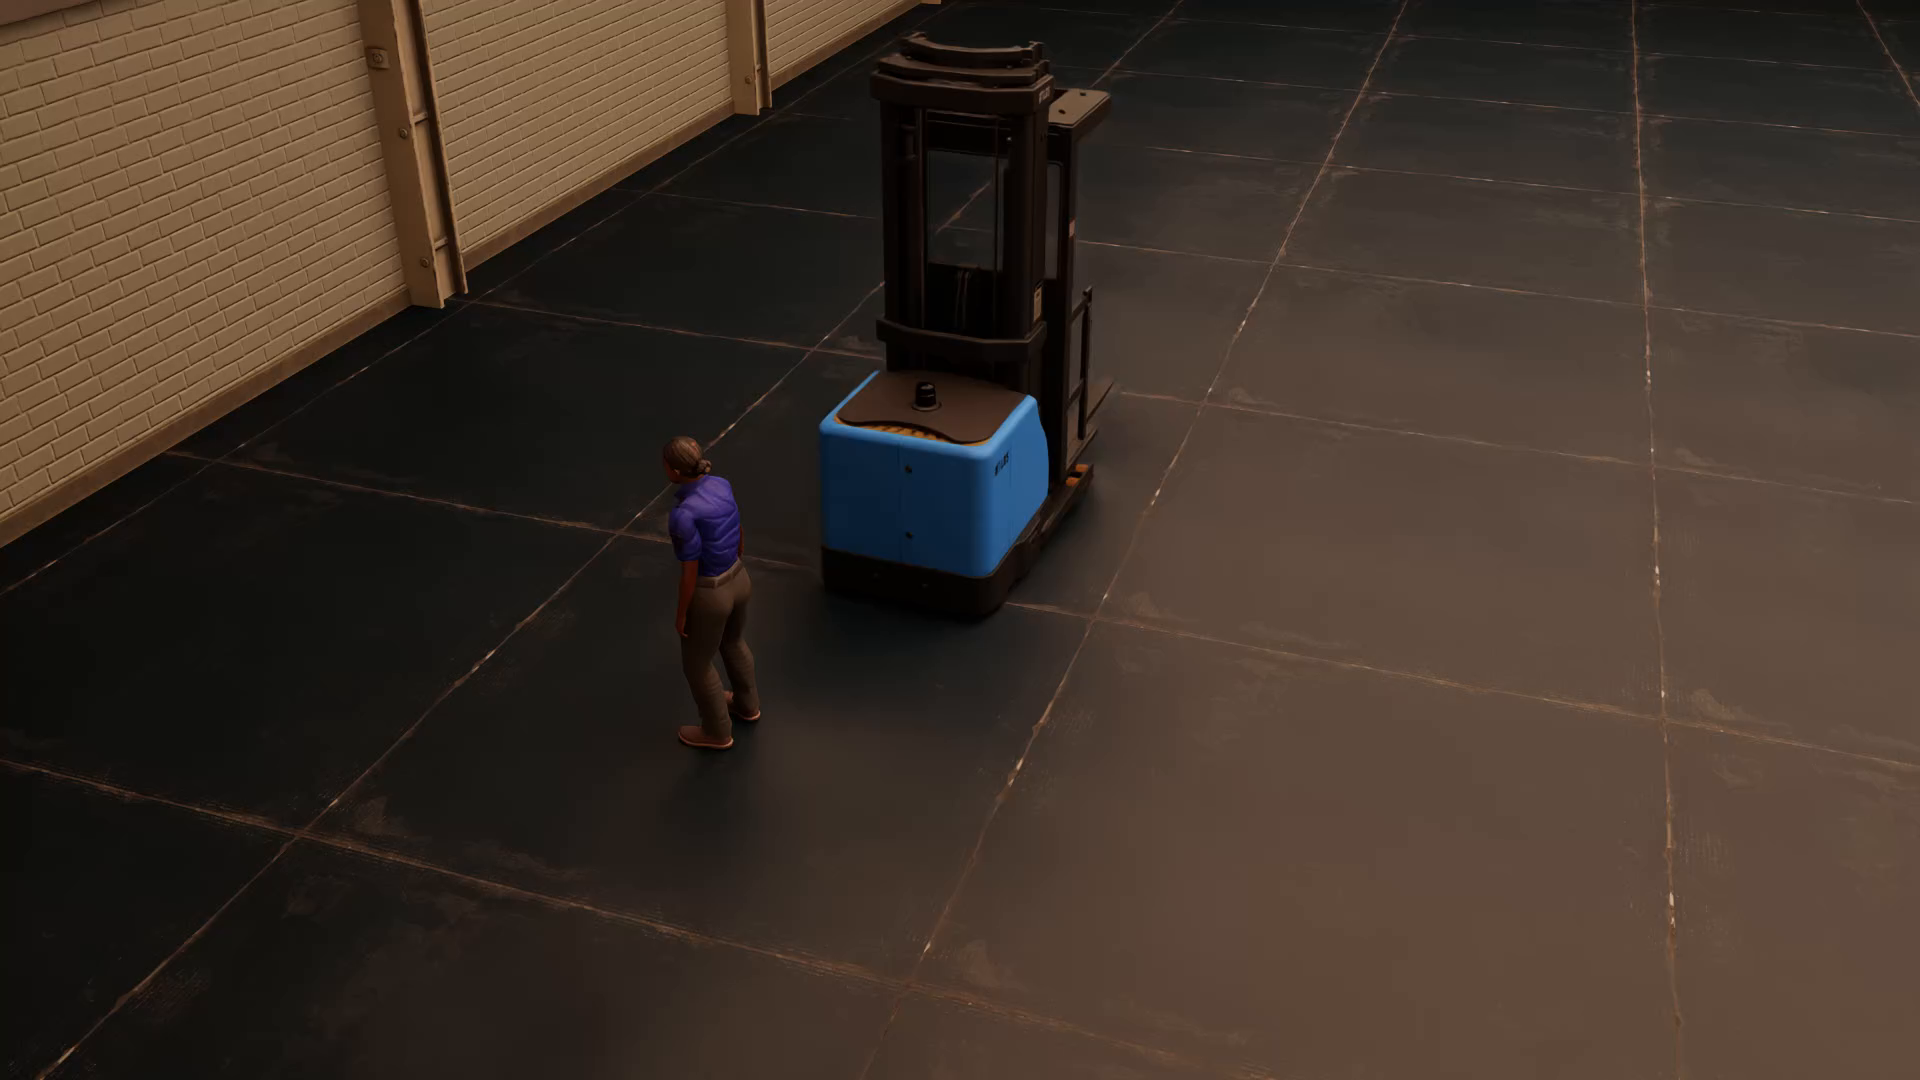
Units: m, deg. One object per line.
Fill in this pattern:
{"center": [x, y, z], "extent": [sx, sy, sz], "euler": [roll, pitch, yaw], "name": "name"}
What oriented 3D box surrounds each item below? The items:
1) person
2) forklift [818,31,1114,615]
{"center": [-1.199, 0.252, 8.001], "extent": [0.349, 1.639, 0.528], "euler": [14, 33, 23], "name": "person"}
{"center": [0.212, -1.571, 9.893], "extent": [1.130, 2.935, 3.031], "euler": [11, 31, 18], "name": "forklift"}
